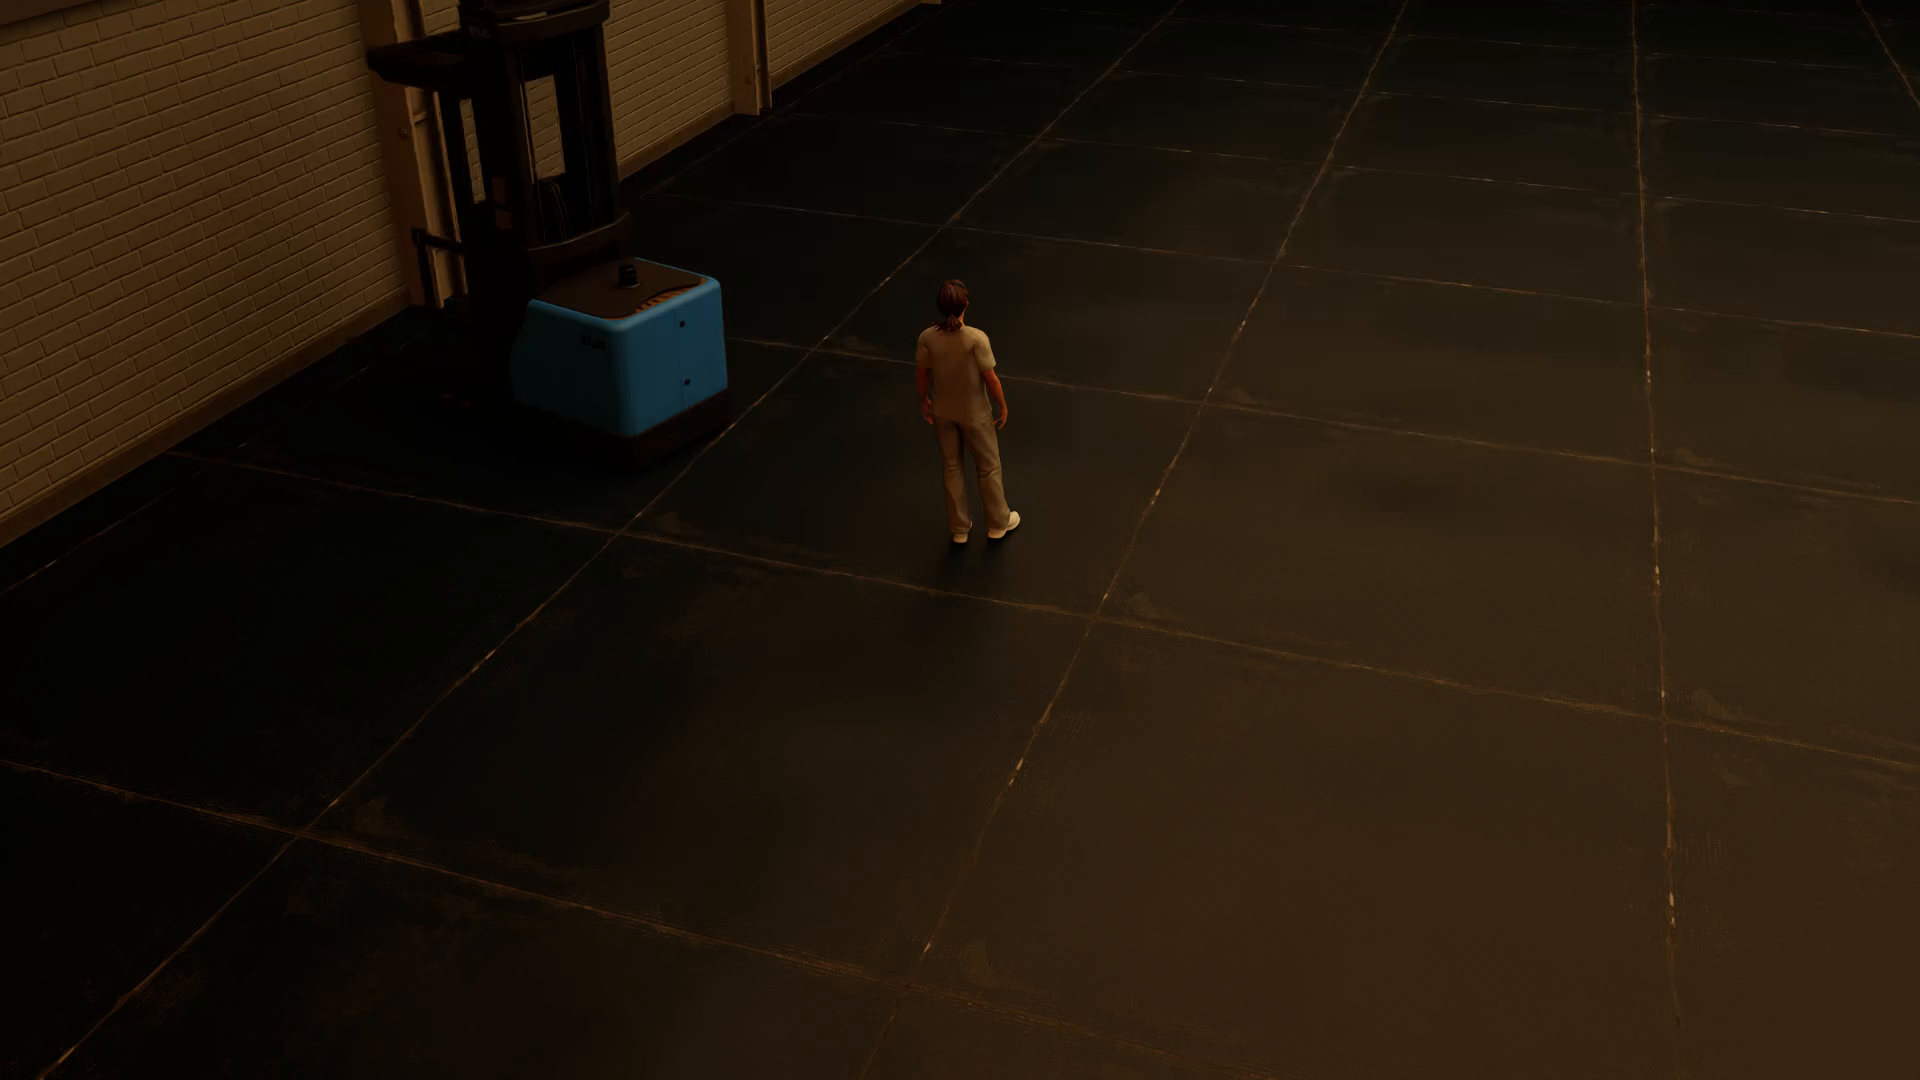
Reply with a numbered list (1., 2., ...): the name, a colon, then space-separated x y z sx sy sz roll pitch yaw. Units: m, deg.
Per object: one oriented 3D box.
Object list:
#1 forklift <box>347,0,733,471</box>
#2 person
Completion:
1. forklift: -3.071 -2.272 11.122 3.031 2.935 1.130 18 34 29
2. person: 0.036 -0.766 9.734 0.550 1.675 0.549 10 31 16
